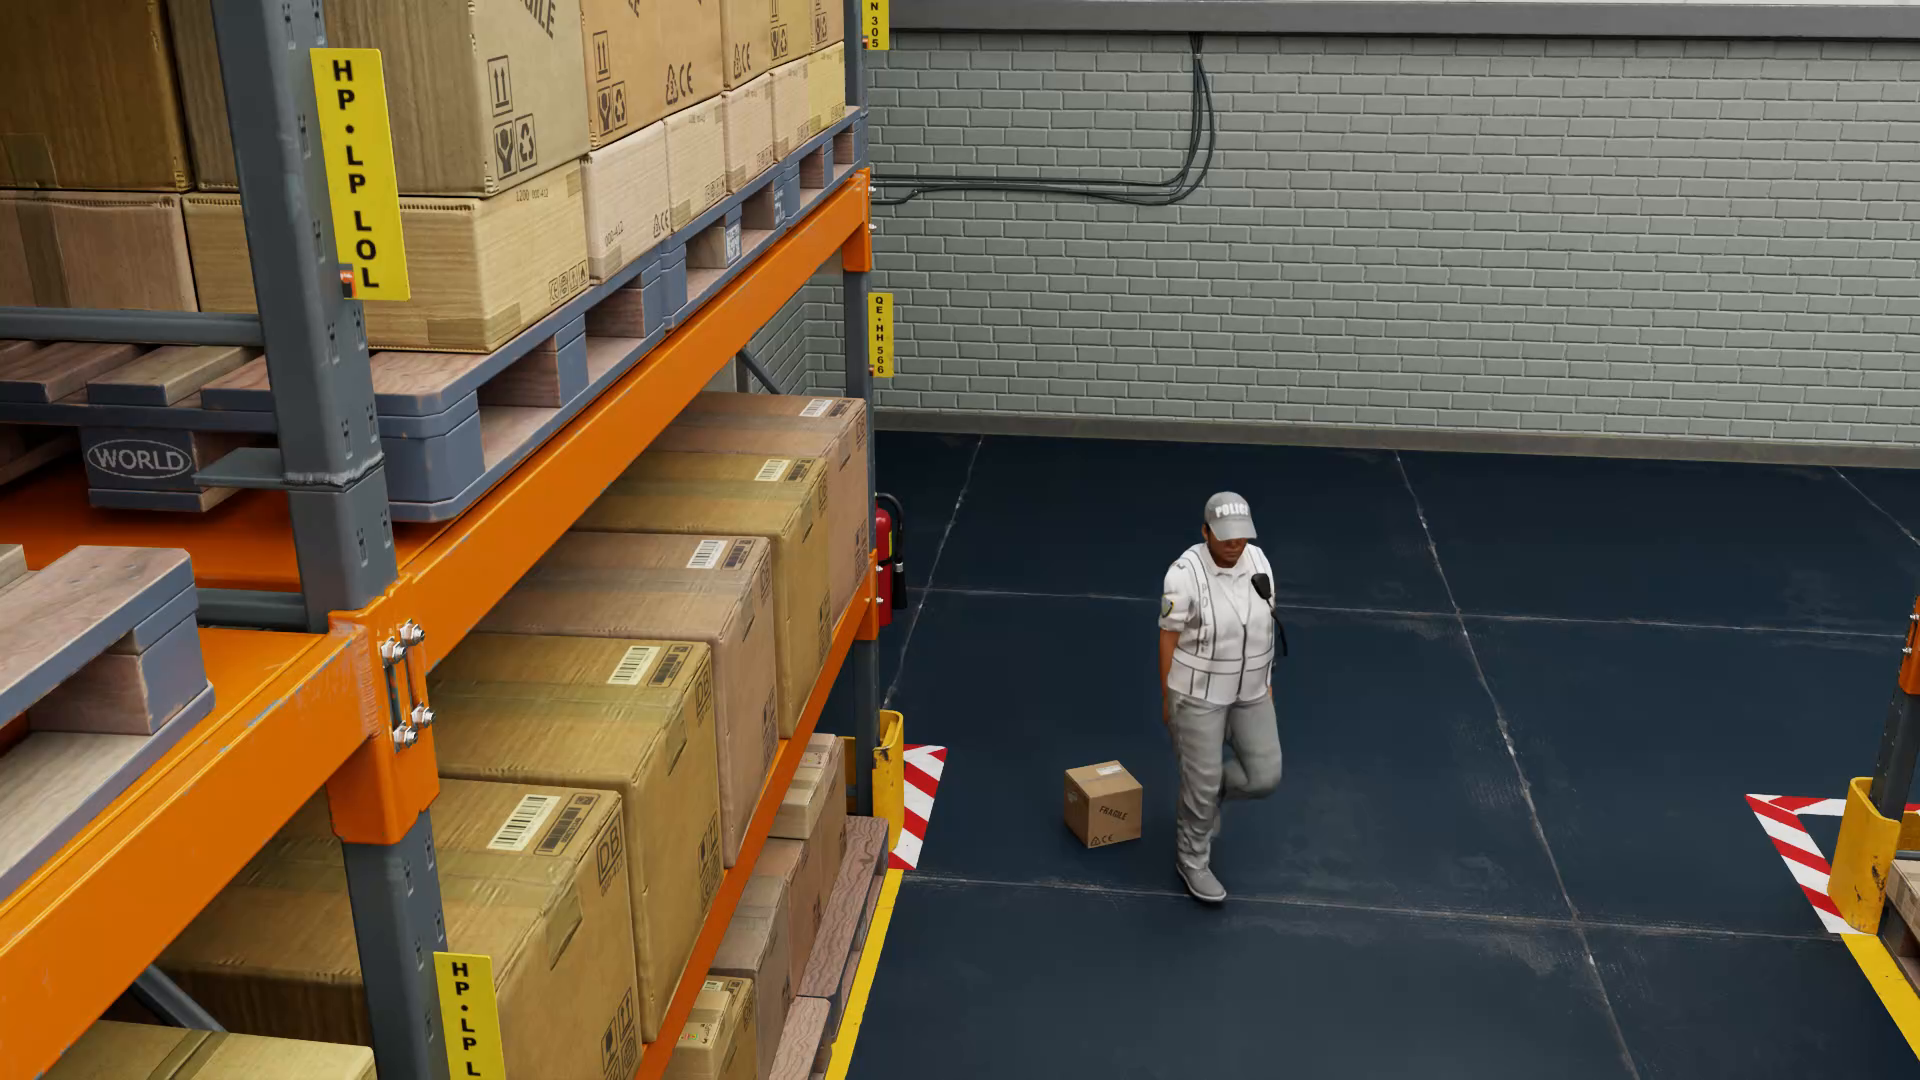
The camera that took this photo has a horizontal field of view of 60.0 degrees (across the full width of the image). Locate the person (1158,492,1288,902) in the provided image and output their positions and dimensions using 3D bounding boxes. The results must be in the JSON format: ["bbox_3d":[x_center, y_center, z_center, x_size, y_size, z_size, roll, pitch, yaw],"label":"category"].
[{"bbox_3d":[0.998,0.580,6.525,0.490,1.652,0.504,-8,23,-21],"label":"person"}]
